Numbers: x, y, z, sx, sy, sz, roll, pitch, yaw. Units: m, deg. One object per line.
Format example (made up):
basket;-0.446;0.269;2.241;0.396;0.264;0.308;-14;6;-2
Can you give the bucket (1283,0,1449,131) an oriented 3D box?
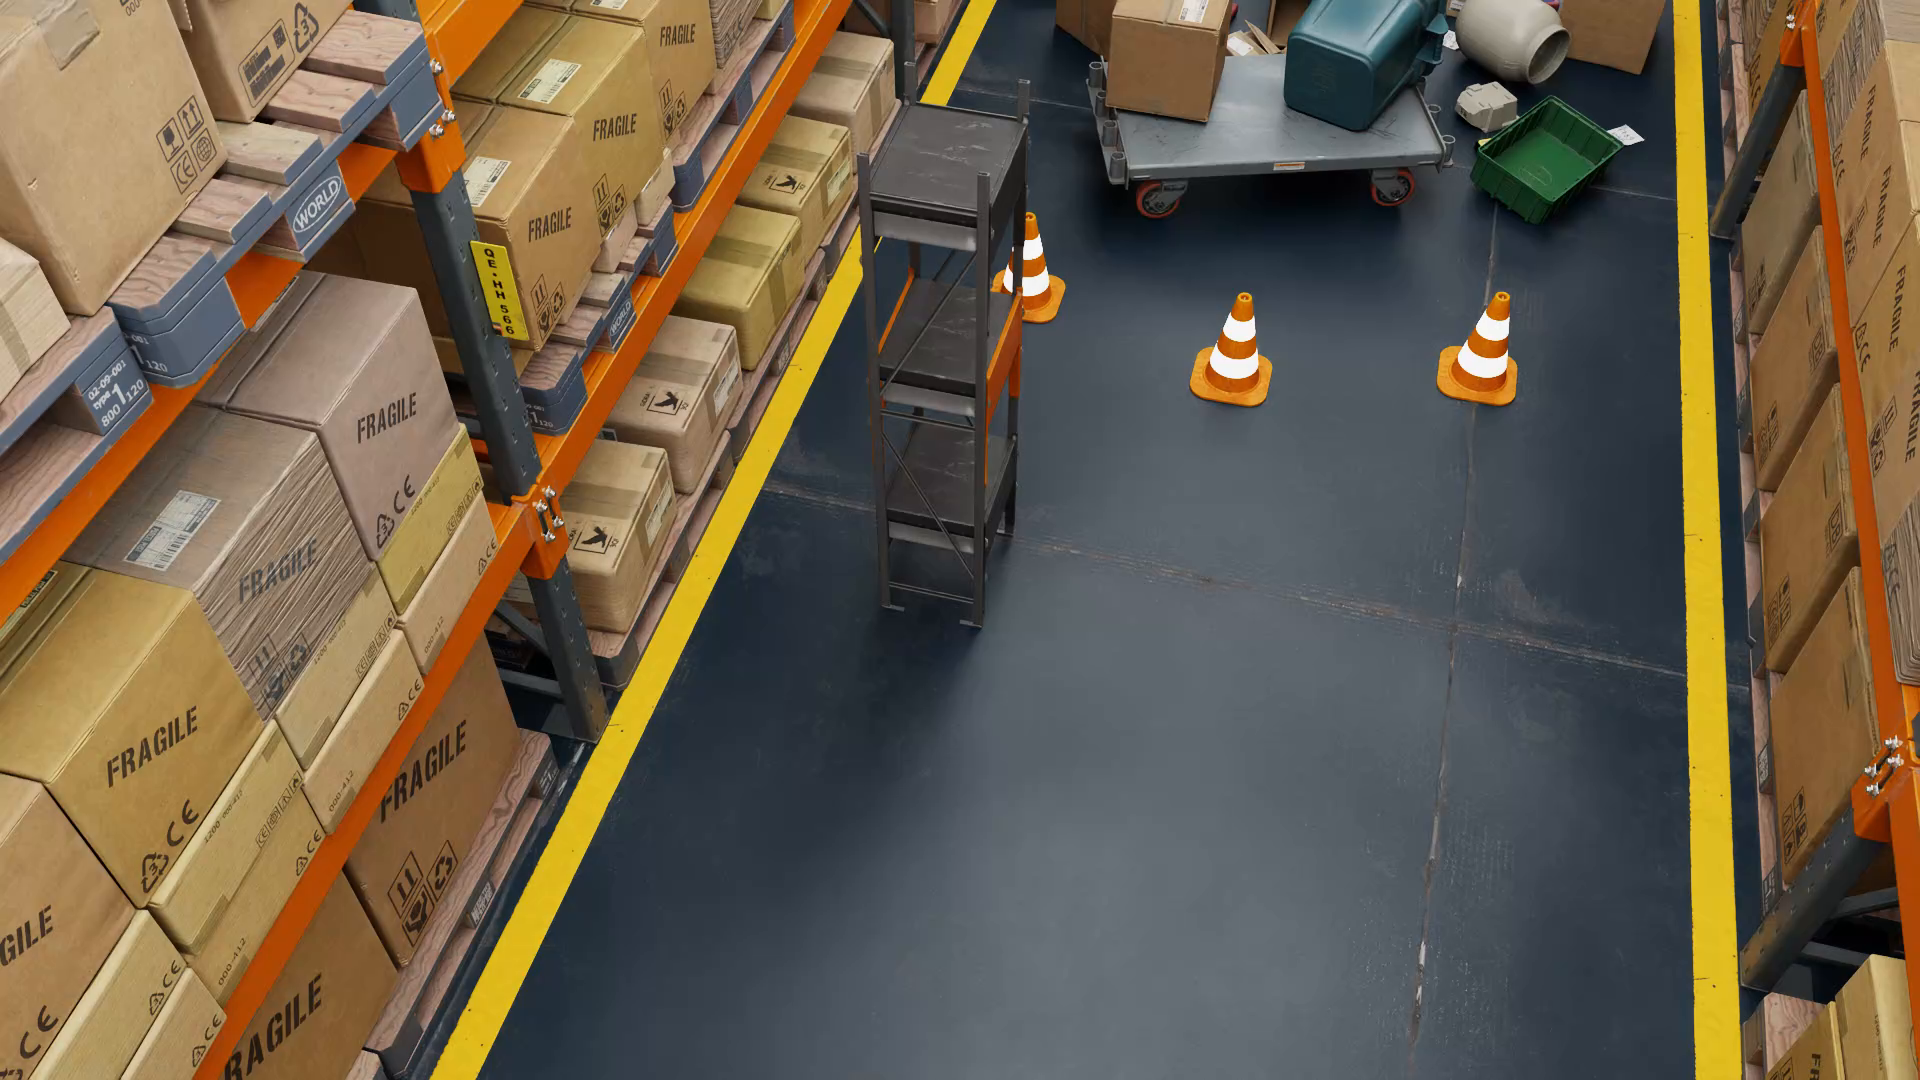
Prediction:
bucket;1.890;-2.355;7.916;0.726;0.611;0.620;28;64;22

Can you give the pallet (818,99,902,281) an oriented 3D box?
pallet;-0.927;-1.799;8.116;1.003;0.211;1.213;12;50;10

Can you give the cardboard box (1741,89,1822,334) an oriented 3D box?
cardboard box;4.002;-1.310;7.045;1.050;0.750;0.750;11;50;10

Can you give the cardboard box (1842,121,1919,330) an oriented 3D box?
cardboard box;3.280;-0.994;5.479;0.500;0.500;0.500;12;50;11

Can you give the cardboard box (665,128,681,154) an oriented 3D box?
cardboard box;-1.208;-1.418;5.807;0.380;0.149;0.250;14;50;12

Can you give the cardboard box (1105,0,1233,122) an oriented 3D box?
cardboard box;1.002;-2.380;7.930;0.500;0.500;0.500;12;50;10

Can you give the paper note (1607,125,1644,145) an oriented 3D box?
paper note;3.382;-2.065;8.470;0.147;0.020;0.142;-19;51;-16

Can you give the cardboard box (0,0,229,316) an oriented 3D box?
cardboard box;-1.854;-0.803;3.030;0.700;0.500;0.500;9;49;8

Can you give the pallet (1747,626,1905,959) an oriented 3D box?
pallet;3.306;0.879;5.753;1.003;0.211;1.213;12;50;10

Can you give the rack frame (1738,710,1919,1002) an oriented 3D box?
rack frame;3.026;0.511;4.217;1.000;3.000;0.127;12;50;10

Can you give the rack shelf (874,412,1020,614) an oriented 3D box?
rack shelf;-0.044;-0.103;6.311;0.431;0.518;0.480;12;50;10

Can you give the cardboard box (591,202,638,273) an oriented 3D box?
cardboard box;-1.288;-1.033;5.468;0.380;0.149;0.250;9;49;8

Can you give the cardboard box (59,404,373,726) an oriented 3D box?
cardboard box;-1.787;0.042;3.898;0.500;0.500;0.500;12;50;11

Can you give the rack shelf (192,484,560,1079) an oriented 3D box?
rack shelf;-2.303;1.292;4.007;1.077;0.370;4.000;12;50;10

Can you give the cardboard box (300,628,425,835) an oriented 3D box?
cardboard box;-1.778;0.447;4.374;0.500;0.250;0.500;12;50;11

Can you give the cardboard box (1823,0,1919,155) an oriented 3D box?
cardboard box;3.548;-1.722;6.122;0.500;0.500;0.500;12;50;10

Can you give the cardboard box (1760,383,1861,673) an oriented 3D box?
cardboard box;3.500;0.061;5.835;1.050;0.750;0.750;12;50;11

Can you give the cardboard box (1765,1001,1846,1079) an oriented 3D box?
cardboard box;2.594;1.661;4.589;0.500;0.500;0.500;10;49;8

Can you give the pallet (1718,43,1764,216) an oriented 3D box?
pallet;4.354;-1.994;8.288;1.003;0.211;1.213;12;50;10

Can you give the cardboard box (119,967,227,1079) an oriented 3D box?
cardboard box;-2.033;1.182;3.725;0.500;0.250;0.500;11;49;9

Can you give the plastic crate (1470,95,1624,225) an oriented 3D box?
plastic crate;2.861;-1.855;8.142;0.662;0.188;0.450;-37;68;-28

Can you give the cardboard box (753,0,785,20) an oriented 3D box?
cardboard box;-0.875;-2.180;6.479;0.380;0.149;0.250;12;50;10

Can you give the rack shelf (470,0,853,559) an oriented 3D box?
rack shelf;-1.250;-1.601;6.561;1.077;0.370;4.000;12;50;10

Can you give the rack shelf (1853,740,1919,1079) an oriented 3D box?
rack shelf;2.499;2.196;3.210;1.077;0.370;4.000;12;50;10

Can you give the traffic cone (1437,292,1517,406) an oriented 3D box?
traffic cone;2.269;-0.870;7.128;0.336;0.463;0.334;12;50;10

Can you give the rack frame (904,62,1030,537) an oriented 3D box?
rack frame;0.021;-0.752;5.932;0.400;2.100;0.015;12;50;10

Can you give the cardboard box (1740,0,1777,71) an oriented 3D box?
cardboard box;4.545;-2.912;8.375;0.875;0.875;0.875;12;50;10

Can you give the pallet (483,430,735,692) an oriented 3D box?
pallet;-1.569;-0.035;6.559;1.003;0.211;1.213;12;50;10

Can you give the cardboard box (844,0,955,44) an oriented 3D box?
cardboard box;-0.308;-2.888;8.771;0.500;0.250;0.500;10;49;8

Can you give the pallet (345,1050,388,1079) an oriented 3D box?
pallet;-2.380;1.965;4.793;1.003;0.211;1.213;12;50;10

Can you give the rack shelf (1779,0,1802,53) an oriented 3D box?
rack shelf;4.605;-3.591;8.317;1.077;0.370;4.000;12;50;10

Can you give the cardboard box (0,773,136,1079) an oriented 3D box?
cardboard box;-2.064;0.765;3.260;0.500;0.500;0.500;11;49;9

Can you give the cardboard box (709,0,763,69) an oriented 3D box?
cardboard box;-1.032;-2.067;5.947;0.500;0.500;0.500;10;49;9

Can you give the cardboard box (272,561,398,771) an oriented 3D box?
cardboard box;-1.790;0.264;4.202;0.500;0.250;0.500;10;49;9

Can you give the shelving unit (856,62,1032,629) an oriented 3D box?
shelving unit;-0.044;-0.575;5.776;0.431;2.100;0.503;12;50;10

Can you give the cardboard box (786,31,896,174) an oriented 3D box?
cardboard box;-0.859;-2.175;8.061;0.950;0.372;0.625;12;50;11

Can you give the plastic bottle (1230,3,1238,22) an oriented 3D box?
plastic bottle;1.425;-2.877;9.167;0.133;0.061;0.283;19;51;16

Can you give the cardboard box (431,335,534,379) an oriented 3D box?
cardboard box;-1.511;-0.647;5.126;0.380;0.149;0.250;9;49;8

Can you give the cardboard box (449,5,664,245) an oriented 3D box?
cardboard box;-1.304;-1.321;5.289;0.500;0.500;0.500;14;50;12

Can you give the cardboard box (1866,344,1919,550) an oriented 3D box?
cardboard box;3.018;-0.261;4.832;0.500;0.500;0.500;12;50;10

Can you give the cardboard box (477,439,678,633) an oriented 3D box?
cardboard box;-1.618;-0.068;6.201;0.950;0.372;0.625;9;49;7

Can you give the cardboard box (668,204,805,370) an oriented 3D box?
cardboard box;-1.226;-1.151;7.157;0.950;0.372;0.625;13;50;11

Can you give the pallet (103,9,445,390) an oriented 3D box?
pallet;-1.895;-0.846;3.540;1.213;0.211;1.003;14;50;12

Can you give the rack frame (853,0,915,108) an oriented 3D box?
rack frame;-0.723;-3.286;7.568;1.000;3.000;0.127;12;50;10

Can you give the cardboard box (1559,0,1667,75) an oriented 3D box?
cardboard box;3.497;-2.881;8.876;0.500;0.500;0.500;19;51;16

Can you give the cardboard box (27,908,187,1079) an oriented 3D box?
cardboard box;-2.041;1.014;3.540;0.500;0.250;0.500;10;49;9

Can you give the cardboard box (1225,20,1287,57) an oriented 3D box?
cardboard box;1.562;-2.547;8.739;0.258;0.266;0.396;-19;51;-16

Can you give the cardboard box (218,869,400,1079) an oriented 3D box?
cardboard box;-2.277;1.299;4.659;0.875;0.875;0.875;12;50;10

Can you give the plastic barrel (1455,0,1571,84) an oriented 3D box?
plastic barrel;2.897;-2.653;8.728;0.421;0.421;0.512;-27;54;-22

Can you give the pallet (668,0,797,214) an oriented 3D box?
pallet;-1.295;-1.769;6.357;1.003;0.211;1.213;12;50;10

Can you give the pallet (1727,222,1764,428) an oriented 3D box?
pallet;3.948;-0.886;7.310;1.003;0.211;1.213;12;50;10

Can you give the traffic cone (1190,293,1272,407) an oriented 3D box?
traffic cone;1.189;-0.866;7.124;0.336;0.463;0.334;12;50;10
